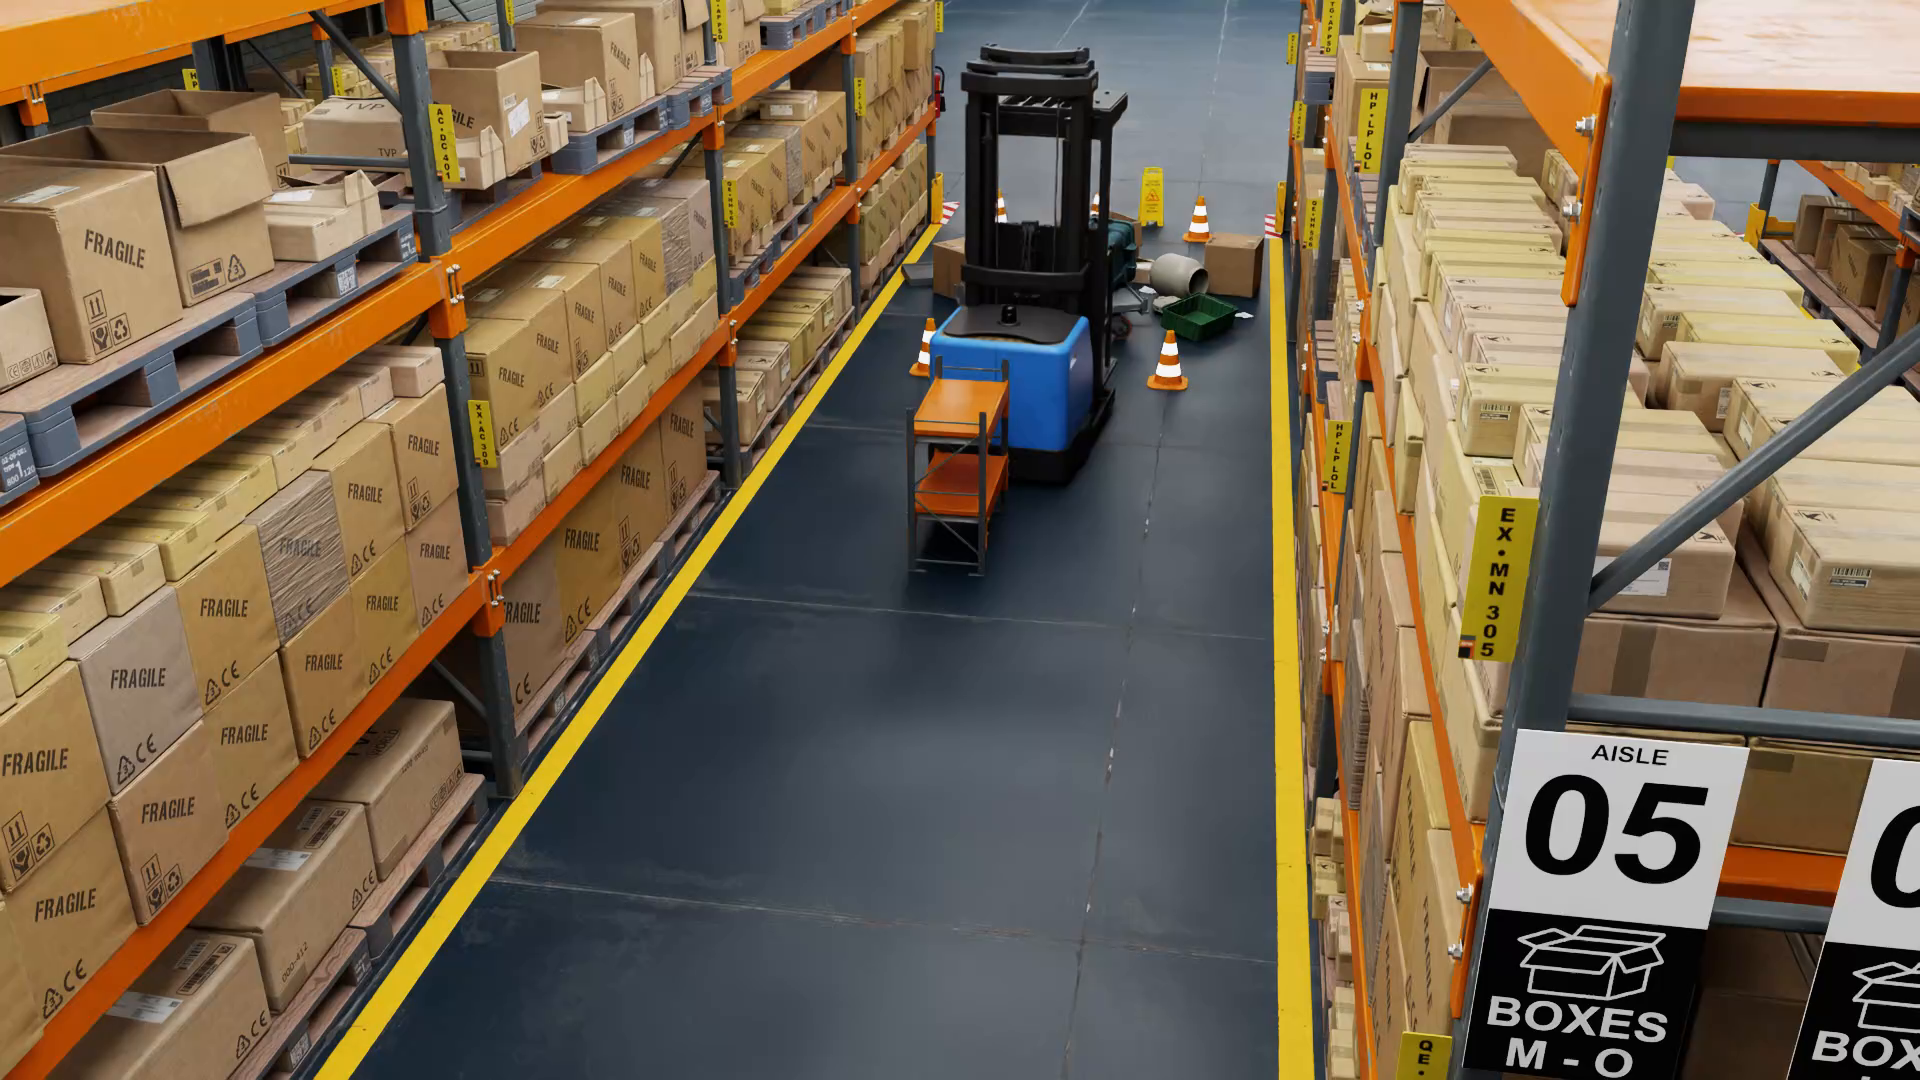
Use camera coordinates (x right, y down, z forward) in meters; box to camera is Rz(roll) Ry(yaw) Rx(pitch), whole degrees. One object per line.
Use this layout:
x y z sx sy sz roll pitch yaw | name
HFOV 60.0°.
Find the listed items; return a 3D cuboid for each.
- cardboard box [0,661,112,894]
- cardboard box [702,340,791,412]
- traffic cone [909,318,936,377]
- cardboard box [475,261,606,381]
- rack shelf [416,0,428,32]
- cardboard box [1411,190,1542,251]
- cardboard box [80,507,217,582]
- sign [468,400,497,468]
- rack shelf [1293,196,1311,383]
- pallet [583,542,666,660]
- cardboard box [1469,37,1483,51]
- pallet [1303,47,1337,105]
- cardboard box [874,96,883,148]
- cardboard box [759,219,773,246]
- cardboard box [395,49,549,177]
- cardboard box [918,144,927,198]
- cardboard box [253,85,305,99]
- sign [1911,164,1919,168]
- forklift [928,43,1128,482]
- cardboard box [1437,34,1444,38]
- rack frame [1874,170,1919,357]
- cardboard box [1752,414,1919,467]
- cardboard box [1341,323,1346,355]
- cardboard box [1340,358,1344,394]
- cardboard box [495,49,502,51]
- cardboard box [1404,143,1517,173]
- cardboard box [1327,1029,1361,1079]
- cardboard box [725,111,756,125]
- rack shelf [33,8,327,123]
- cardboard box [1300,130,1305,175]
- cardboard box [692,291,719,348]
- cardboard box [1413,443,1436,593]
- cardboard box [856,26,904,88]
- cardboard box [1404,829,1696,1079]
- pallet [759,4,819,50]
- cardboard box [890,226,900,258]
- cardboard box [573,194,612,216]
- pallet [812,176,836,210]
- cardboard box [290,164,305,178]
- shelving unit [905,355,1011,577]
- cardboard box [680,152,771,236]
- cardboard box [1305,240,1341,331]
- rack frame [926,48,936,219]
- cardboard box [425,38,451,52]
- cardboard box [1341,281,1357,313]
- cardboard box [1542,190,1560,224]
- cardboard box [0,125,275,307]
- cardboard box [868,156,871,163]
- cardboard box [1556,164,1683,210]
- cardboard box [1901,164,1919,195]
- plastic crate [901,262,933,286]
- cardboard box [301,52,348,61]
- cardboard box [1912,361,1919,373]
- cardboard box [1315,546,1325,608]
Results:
-2.958 0.682 4.957 0.500 0.500 0.500 3 25 7 | cardboard box
-1.872 -1.313 13.121 0.950 0.372 0.625 4 25 8 | cardboard box
-0.255 -1.677 14.286 0.336 0.463 0.334 4 25 9 | traffic cone
-2.245 -1.182 8.939 0.500 0.500 0.500 3 25 7 | cardboard box
-2.414 -3.142 8.668 1.077 0.370 4.000 4 25 9 | rack shelf
1.723 -1.061 5.558 0.380 0.149 0.250 3 25 7 | cardboard box
-2.768 0.011 5.626 0.380 0.149 0.250 3 25 7 | cardboard box
-2.193 -0.485 7.634 0.100 0.325 0.005 4 25 9 | sign
3.140 -1.978 12.786 1.077 0.370 4.000 4 25 9 | rack shelf
-2.492 0.328 10.300 1.003 0.211 1.213 4 25 9 | pallet
2.813 -2.491 8.475 0.396 0.266 0.258 4 25 9 | cardboard box
2.866 -3.013 10.834 1.213 0.211 1.003 5 26 11 | pallet
-1.027 -3.997 15.783 0.500 0.500 0.500 4 25 8 | cardboard box
-1.616 -2.308 12.444 0.380 0.149 0.250 4 25 9 | cardboard box
-2.311 -2.038 7.914 0.500 0.500 0.500 4 25 8 | cardboard box
-0.653 -4.045 18.218 0.500 0.500 0.500 4 25 9 | cardboard box
-6.532 -4.275 15.961 0.380 0.149 0.250 4 25 8 | cardboard box
7.807 -3.181 13.486 0.100 0.325 0.005 4 25 9 | sign
0.640 -2.345 12.803 1.130 2.935 3.031 6 26 13 | forklift
3.025 -3.076 10.429 0.380 0.149 0.250 3 25 6 | cardboard box
8.343 -2.755 13.597 1.000 3.000 0.127 4 25 9 | rack frame
1.959 -0.153 3.617 0.380 0.149 0.250 4 25 8 | cardboard box
2.412 -1.159 9.639 0.380 0.149 0.250 4 25 9 | cardboard box
2.369 -0.921 9.481 0.380 0.149 0.250 5 26 10 | cardboard box
-5.499 -5.278 18.869 0.500 0.500 0.500 3 25 7 | cardboard box
1.873 -1.387 6.254 0.380 0.149 0.250 4 25 8 | cardboard box
1.543 1.946 6.071 0.380 0.149 0.250 4 25 9 | cardboard box
-1.968 -3.220 13.626 0.500 0.500 0.500 4 25 8 | cardboard box
-6.658 -3.980 13.524 1.077 0.370 4.000 4 25 9 | rack shelf
3.583 -3.595 15.215 0.875 0.550 0.550 4 25 9 | cardboard box
-1.914 -1.471 11.031 0.500 0.250 0.500 3 25 7 | cardboard box
1.489 -0.041 4.438 0.500 0.250 0.500 5 26 11 | cardboard box
-0.934 -4.663 16.026 0.700 0.500 0.500 3 25 7 | cardboard box
1.335 1.037 3.848 0.500 0.500 0.500 4 25 7 | cardboard box
-1.806 -4.030 13.004 1.213 0.211 1.003 4 25 9 | pallet
-0.910 -3.060 16.998 0.500 0.250 0.500 4 25 8 | cardboard box
-2.480 -1.869 10.407 0.500 0.500 0.500 4 25 9 | cardboard box
-1.702 -3.045 14.443 1.003 0.211 1.213 4 25 9 | pallet
-6.232 -3.276 14.887 0.500 0.250 0.500 4 25 8 | cardboard box
-0.001 -0.507 11.006 0.538 1.125 1.048 4 25 9 | shelving unit
-1.707 -2.529 12.151 0.500 0.500 0.500 5 26 11 | cardboard box
2.622 -1.720 11.268 0.500 0.500 0.500 4 25 9 | cardboard box
-0.780 -5.114 18.637 1.000 3.000 0.127 4 25 9 | rack frame
-5.637 -5.225 17.641 0.380 0.149 0.250 5 25 10 | cardboard box
2.461 -1.419 9.842 0.380 0.149 0.250 4 25 8 | cardboard box
2.335 -1.101 6.113 0.500 0.250 0.500 3 25 6 | cardboard box
-2.929 -1.170 5.937 0.797 0.503 0.637 6 26 13 | cardboard box
-1.062 -3.659 15.826 0.380 0.149 0.250 4 25 8 | cardboard box
2.344 -1.231 5.920 0.380 0.149 0.250 5 25 10 | cardboard box
8.478 -3.118 13.905 0.875 0.500 0.500 4 25 9 | cardboard box
-0.368 -2.719 16.964 0.402 0.080 0.583 -5 25 -10 | plastic crate
-6.424 -4.842 16.821 0.380 0.149 0.250 4 25 8 | cardboard box
8.222 -1.566 13.488 0.700 0.500 0.500 2 25 4 | cardboard box
2.129 0.265 8.715 0.500 0.250 0.500 5 26 11 | cardboard box
